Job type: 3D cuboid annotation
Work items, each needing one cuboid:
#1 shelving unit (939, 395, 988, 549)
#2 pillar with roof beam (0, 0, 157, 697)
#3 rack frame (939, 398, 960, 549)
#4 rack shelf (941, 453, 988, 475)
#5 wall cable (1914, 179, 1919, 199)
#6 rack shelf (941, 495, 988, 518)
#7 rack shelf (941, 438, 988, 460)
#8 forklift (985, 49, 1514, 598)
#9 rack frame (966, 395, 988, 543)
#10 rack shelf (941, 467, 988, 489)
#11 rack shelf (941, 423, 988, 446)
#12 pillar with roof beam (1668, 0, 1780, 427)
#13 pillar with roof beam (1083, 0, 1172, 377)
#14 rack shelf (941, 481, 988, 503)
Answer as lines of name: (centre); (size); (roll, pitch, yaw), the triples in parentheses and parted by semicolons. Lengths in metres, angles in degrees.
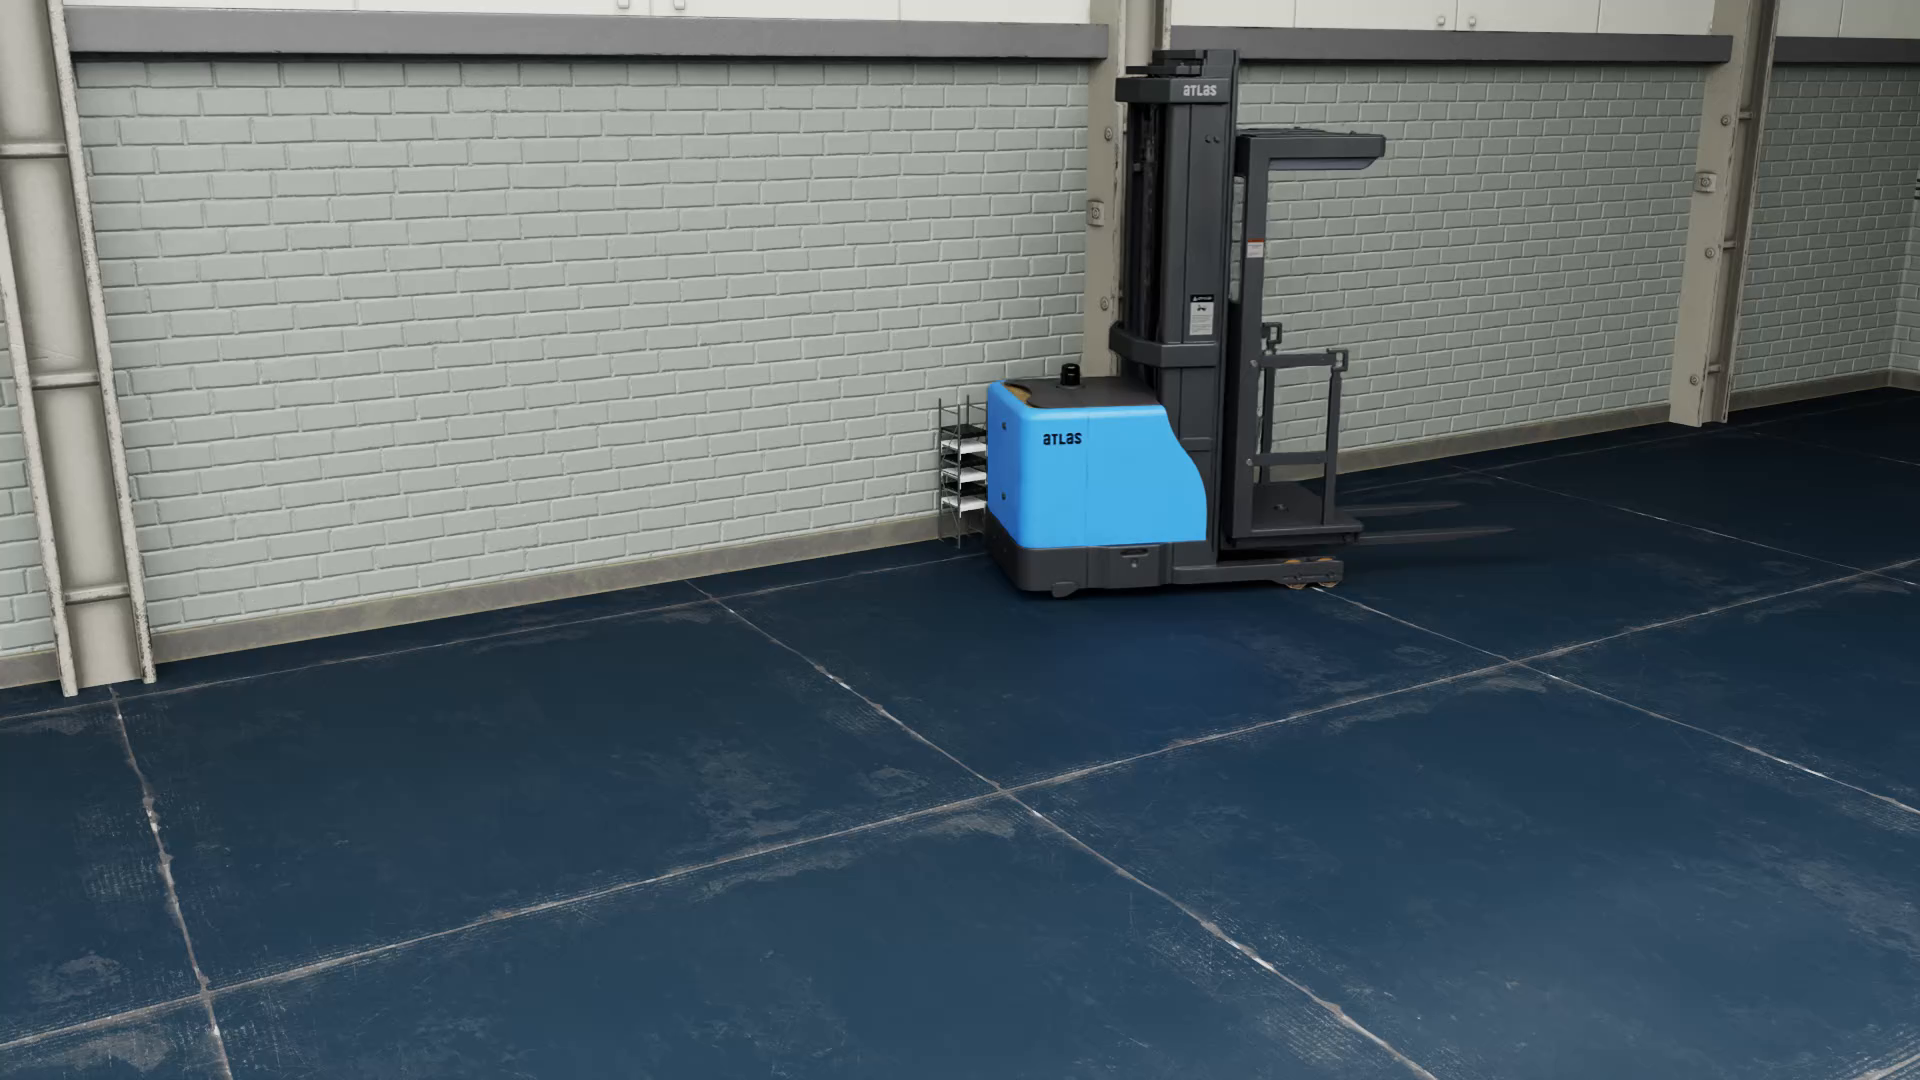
shelving unit: (0.021, -0.421, 10.245); (0.210, 0.900, 0.258); (-10, 18, -31)
pillar with roof beam: (-1.887, -2.665, 3.244); (0.400, 9.000, 9.100); (-9, 18, -30)
rack frame: (-0.065, -0.407, 10.193); (0.006, 0.900, 0.240); (-10, 18, -31)
rack shelf: (0.021, -0.476, 10.229); (0.200, 0.077, 0.258); (-10, 18, -31)
wall cable: (9.389, -3.937, 13.537); (0.112, 2.526, 3.097); (-9, 18, -30)
rack shelf: (0.021, -0.216, 10.303); (0.200, 0.077, 0.258); (-10, 18, -31)
rack shelf: (0.021, -0.562, 10.205); (0.200, 0.077, 0.258); (-10, 18, -31)
forklift: (1.719, -1.269, 9.508); (3.031, 2.935, 1.130); (-3, 16, -10)
rack frame: (0.107, -0.436, 10.297); (0.006, 0.900, 0.240); (-10, 18, -31)
rack shelf: (0.021, -0.389, 10.254); (0.200, 0.077, 0.258); (-10, 18, -31)
rack shelf: (0.021, -0.649, 10.181); (0.200, 0.077, 0.258); (-10, 18, -31)
pillar with roof beam: (8.400, -4.333, 9.195); (0.400, 9.000, 9.100); (-9, 18, -30)
pillar with roof beam: (3.257, -3.499, 6.220); (0.400, 9.000, 9.100); (-9, 18, -30)
rack shelf: (0.021, -0.303, 10.278); (0.200, 0.077, 0.258); (-10, 18, -31)
